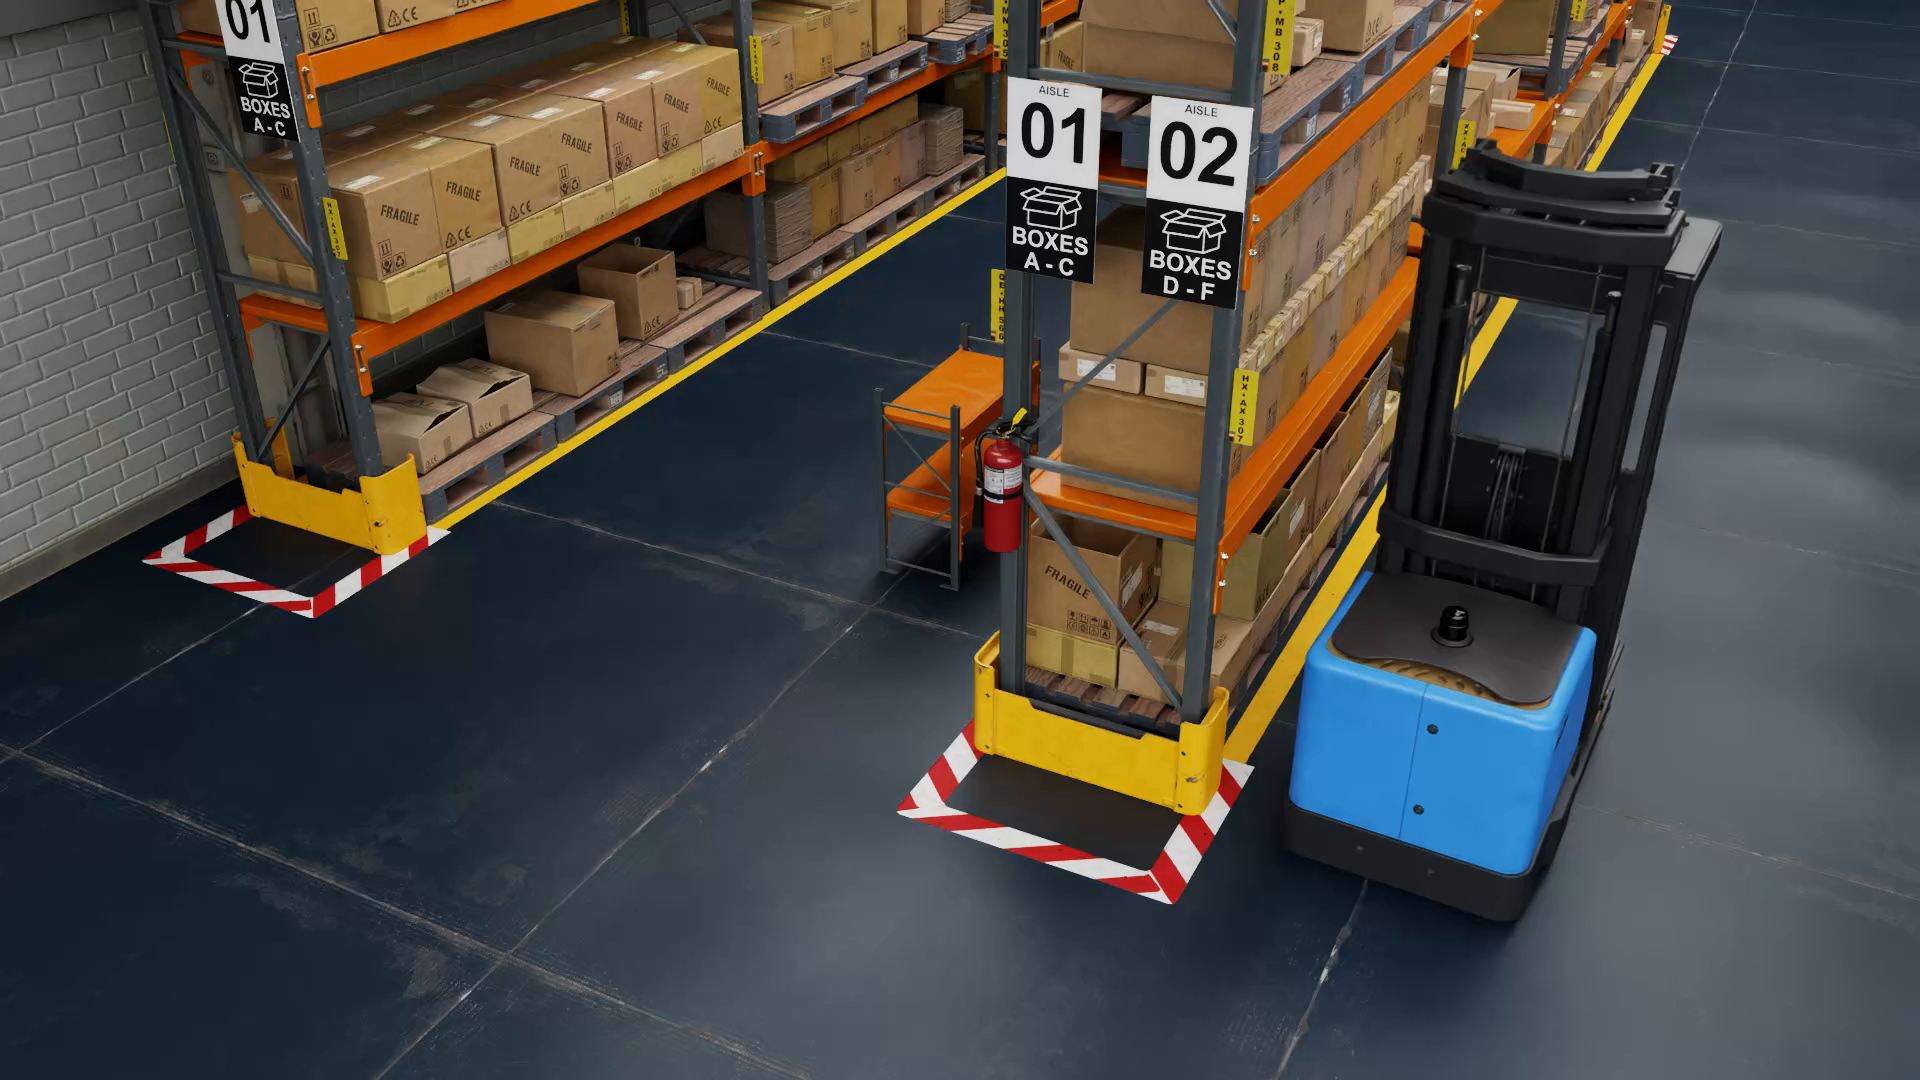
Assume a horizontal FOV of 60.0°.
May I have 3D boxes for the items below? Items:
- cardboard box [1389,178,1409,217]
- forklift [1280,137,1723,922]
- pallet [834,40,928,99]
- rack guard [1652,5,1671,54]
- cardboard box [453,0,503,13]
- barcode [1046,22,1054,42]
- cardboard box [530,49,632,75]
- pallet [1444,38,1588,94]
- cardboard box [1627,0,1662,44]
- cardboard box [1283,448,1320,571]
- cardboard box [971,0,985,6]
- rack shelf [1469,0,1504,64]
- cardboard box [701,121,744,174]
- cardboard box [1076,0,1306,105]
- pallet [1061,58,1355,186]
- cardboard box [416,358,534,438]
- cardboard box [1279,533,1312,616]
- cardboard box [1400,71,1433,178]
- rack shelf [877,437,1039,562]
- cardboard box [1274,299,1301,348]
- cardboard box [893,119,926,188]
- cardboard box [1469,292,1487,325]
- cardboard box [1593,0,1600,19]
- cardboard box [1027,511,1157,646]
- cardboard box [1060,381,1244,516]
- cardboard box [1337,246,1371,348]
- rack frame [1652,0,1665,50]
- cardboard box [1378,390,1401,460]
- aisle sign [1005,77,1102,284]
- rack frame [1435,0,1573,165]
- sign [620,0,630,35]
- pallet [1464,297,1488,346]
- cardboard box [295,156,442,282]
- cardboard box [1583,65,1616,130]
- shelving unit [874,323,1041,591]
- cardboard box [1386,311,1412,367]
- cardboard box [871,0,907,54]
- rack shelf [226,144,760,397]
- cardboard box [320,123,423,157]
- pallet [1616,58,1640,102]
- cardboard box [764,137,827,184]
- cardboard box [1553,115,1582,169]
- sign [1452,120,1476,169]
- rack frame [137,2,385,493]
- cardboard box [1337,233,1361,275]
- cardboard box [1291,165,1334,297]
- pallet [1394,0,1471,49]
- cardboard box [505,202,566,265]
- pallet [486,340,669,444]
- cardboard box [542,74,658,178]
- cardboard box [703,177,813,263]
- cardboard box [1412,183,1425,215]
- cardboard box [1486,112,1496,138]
[{"bbox_3d":[2.312,-1.957,9.394,0.380,0.149,0.250,13,32,22],"label":"cardboard box"},{"bbox_3d":[2.570,-0.399,7.501,1.130,2.935,3.031,16,33,25],"label":"forklift"},{"bbox_3d":[-0.978,-3.953,13.814,1.003,0.211,1.213,14,33,23],"label":"pallet"},{"bbox_3d":[7.909,-6.230,20.096,1.175,0.500,0.348,14,33,23],"label":"rack guard"},{"bbox_3d":[-2.872,-3.282,9.320,0.500,0.500,0.500,16,33,26],"label":"cardboard box"},{"bbox_3d":[0.363,-2.050,6.713,0.001,0.075,0.075,14,33,23],"label":"barcode"},{"bbox_3d":[-2.573,-3.029,11.390,0.500,0.500,0.500,14,33,23],"label":"cardboard box"},{"bbox_3d":[4.546,-4.034,13.955,1.213,0.211,1.003,14,33,23],"label":"pallet"},{"bbox_3d":[7.915,-6.157,19.528,0.500,0.500,0.500,14,33,23],"label":"cardboard box"},{"bbox_3d":[1.540,-0.203,8.678,0.500,0.500,0.500,14,33,23],"label":"cardboard box"},{"bbox_3d":[0.337,-5.261,15.480,0.500,0.500,0.500,15,33,25],"label":"cardboard box"},{"bbox_3d":[3.388,-3.903,11.245,1.077,0.370,4.000,14,33,23],"label":"rack shelf"},{"bbox_3d":[-1.880,-2.814,11.769,0.500,0.250,0.500,14,33,23],"label":"cardboard box"},{"bbox_3d":[0.920,-2.096,6.710,0.797,0.503,0.637,17,34,27],"label":"cardboard box"},{"bbox_3d":[1.000,-1.824,6.991,1.003,0.211,1.213,14,33,23],"label":"pallet"},{"bbox_3d":[-3.102,-0.940,10.633,0.500,0.311,0.500,17,34,27],"label":"cardboard box"},{"bbox_3d":[1.550,0.125,8.860,0.500,0.250,0.500,14,33,23],"label":"cardboard box"},{"bbox_3d":[2.281,-2.435,9.575,0.700,0.500,0.500,14,33,24],"label":"cardboard box"},{"bbox_3d":[0.003,-0.279,9.597,0.538,0.278,1.000,14,33,23],"label":"rack shelf"},{"bbox_3d":[1.375,-1.043,7.803,0.380,0.149,0.250,14,33,23],"label":"cardboard box"},{"bbox_3d":[-0.732,-3.497,14.895,0.700,0.500,0.500,14,33,23],"label":"cardboard box"},{"bbox_3d":[3.582,-1.822,12.249,0.500,0.250,0.500,15,33,24],"label":"cardboard box"},{"bbox_3d":[5.372,-5.002,14.927,0.700,0.500,0.500,6,30,11],"label":"cardboard box"},{"bbox_3d":[0.634,0.126,8.105,0.500,0.500,0.500,14,33,23],"label":"cardboard box"},{"bbox_3d":[0.879,-0.502,7.511,0.700,0.500,0.500,14,33,23],"label":"cardboard box"},{"bbox_3d":[1.814,-1.416,9.103,0.700,0.500,0.500,15,33,24],"label":"cardboard box"},{"bbox_3d":[7.944,-7.347,19.532,1.000,3.000,0.127,14,33,23],"label":"rack frame"},{"bbox_3d":[2.460,-0.762,10.404,0.500,0.250,0.500,14,33,23],"label":"cardboard box"},{"bbox_3d":[0.364,-1.419,6.598,0.394,0.787,0.004,14,33,23],"label":"aisle sign"},{"bbox_3d":[4.299,-3.801,13.356,1.000,3.000,0.127,14,33,23],"label":"rack frame"},{"bbox_3d":[-2.430,-3.776,12.151,0.100,0.325,0.005,14,33,23],"label":"sign"},{"bbox_3d":[3.333,-1.697,12.492,1.003,0.211,1.213,14,33,23],"label":"pallet"},{"bbox_3d":[-3.272,-1.789,9.230,0.500,0.500,0.500,14,33,23],"label":"cardboard box"},{"bbox_3d":[6.152,-4.397,16.463,0.500,0.500,0.500,14,33,23],"label":"cardboard box"},{"bbox_3d":[0.003,-0.491,9.475,0.538,1.125,1.048,14,33,23],"label":"shelving unit"},{"bbox_3d":[2.887,-1.387,10.930,0.500,0.311,0.500,14,33,23],"label":"cardboard box"},{"bbox_3d":[-0.865,-4.389,13.839,0.700,0.500,0.500,14,33,23],"label":"cardboard box"},{"bbox_3d":[-2.845,-1.951,10.858,1.077,0.370,4.000,14,33,23],"label":"rack shelf"},{"bbox_3d":[-3.493,-2.123,9.813,0.500,0.500,0.500,15,33,24],"label":"cardboard box"},{"bbox_3d":[6.990,-5.212,18.614,1.003,0.211,1.213,14,33,23],"label":"pallet"},{"bbox_3d":[-1.416,-3.108,13.465,0.500,0.250,0.500,14,33,22],"label":"cardboard box"},{"bbox_3d":[5.228,-3.499,14.899,0.500,0.500,0.500,14,33,23],"label":"cardboard box"},{"bbox_3d":[2.972,-2.312,9.815,0.100,0.325,0.005,14,33,23],"label":"sign"},{"bbox_3d":[-3.757,-1.376,9.135,1.000,3.000,0.127,14,33,23],"label":"rack frame"},{"bbox_3d":[1.846,-1.502,8.602,0.380,0.149,0.250,15,33,25],"label":"cardboard box"},{"bbox_3d":[1.367,-1.546,8.026,0.700,0.500,0.500,14,33,23],"label":"cardboard box"},{"bbox_3d":[2.112,-2.906,8.875,1.003,0.211,1.213,14,33,23],"label":"pallet"},{"bbox_3d":[-2.790,-1.922,10.216,0.500,0.250,0.500,14,33,23],"label":"cardboard box"},{"bbox_3d":[-2.763,-1.092,11.439,1.003,0.211,1.213,14,33,23],"label":"pallet"},{"bbox_3d":[-2.336,-2.695,10.809,0.500,0.500,0.500,13,32,22],"label":"cardboard box"},{"bbox_3d":[-1.614,-2.586,13.310,0.700,0.500,0.500,15,33,25],"label":"cardboard box"},{"bbox_3d":[2.663,-2.191,10.703,0.500,0.250,0.500,17,34,26],"label":"cardboard box"},{"bbox_3d":[3.769,-3.114,12.412,0.380,0.149,0.250,17,34,27],"label":"cardboard box"}]
